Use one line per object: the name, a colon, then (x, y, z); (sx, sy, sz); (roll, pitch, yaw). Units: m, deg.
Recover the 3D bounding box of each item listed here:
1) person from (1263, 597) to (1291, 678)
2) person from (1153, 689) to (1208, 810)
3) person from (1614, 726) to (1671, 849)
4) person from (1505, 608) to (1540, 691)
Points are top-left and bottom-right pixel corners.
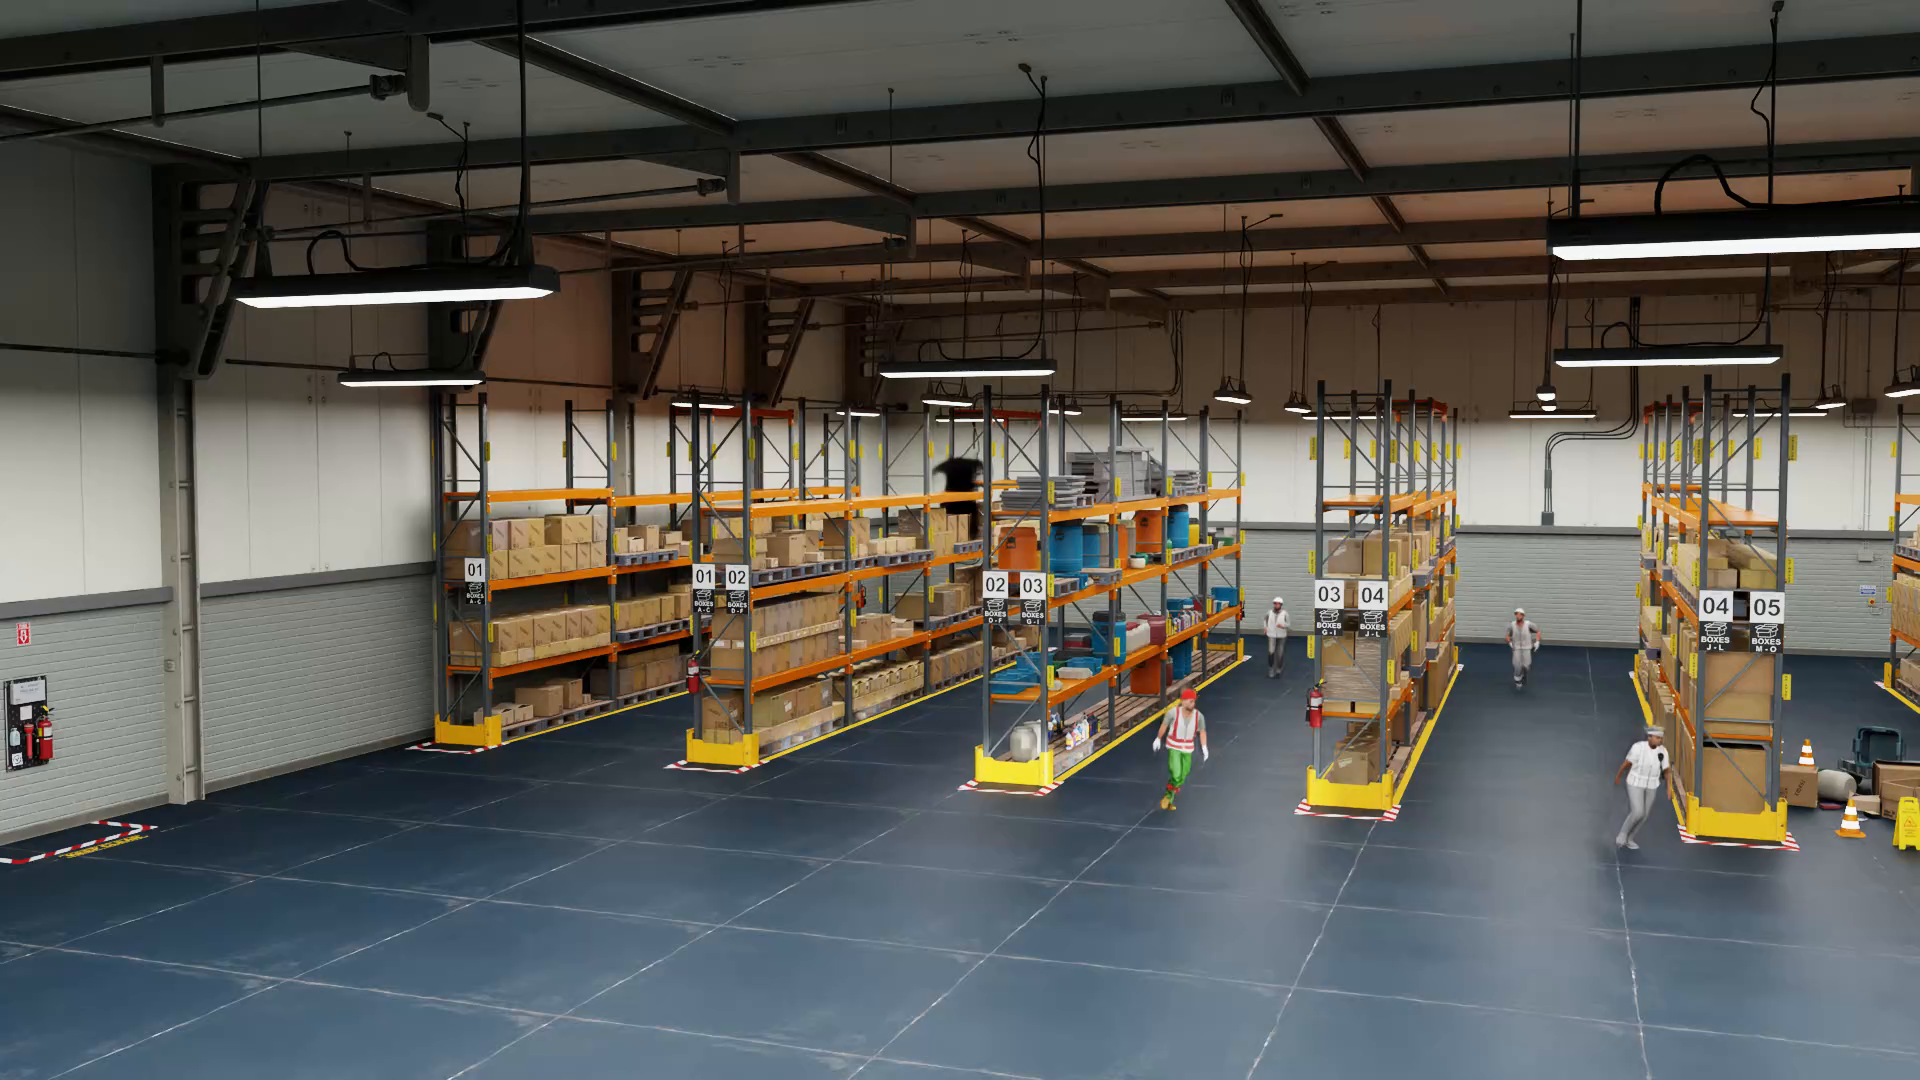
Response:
person: (7.014, 2.162, 36.820); (0.613, 1.799, 0.725); (1, 3, 10)
person: (3.073, 2.902, 22.990); (0.633, 1.721, 0.706); (-1, 3, -15)
person: (8.541, 3.086, 20.770); (0.581, 1.609, 0.675); (0, 3, -4)
person: (11.705, 2.291, 34.619); (0.692, 1.735, 0.649); (1, 3, 22)
